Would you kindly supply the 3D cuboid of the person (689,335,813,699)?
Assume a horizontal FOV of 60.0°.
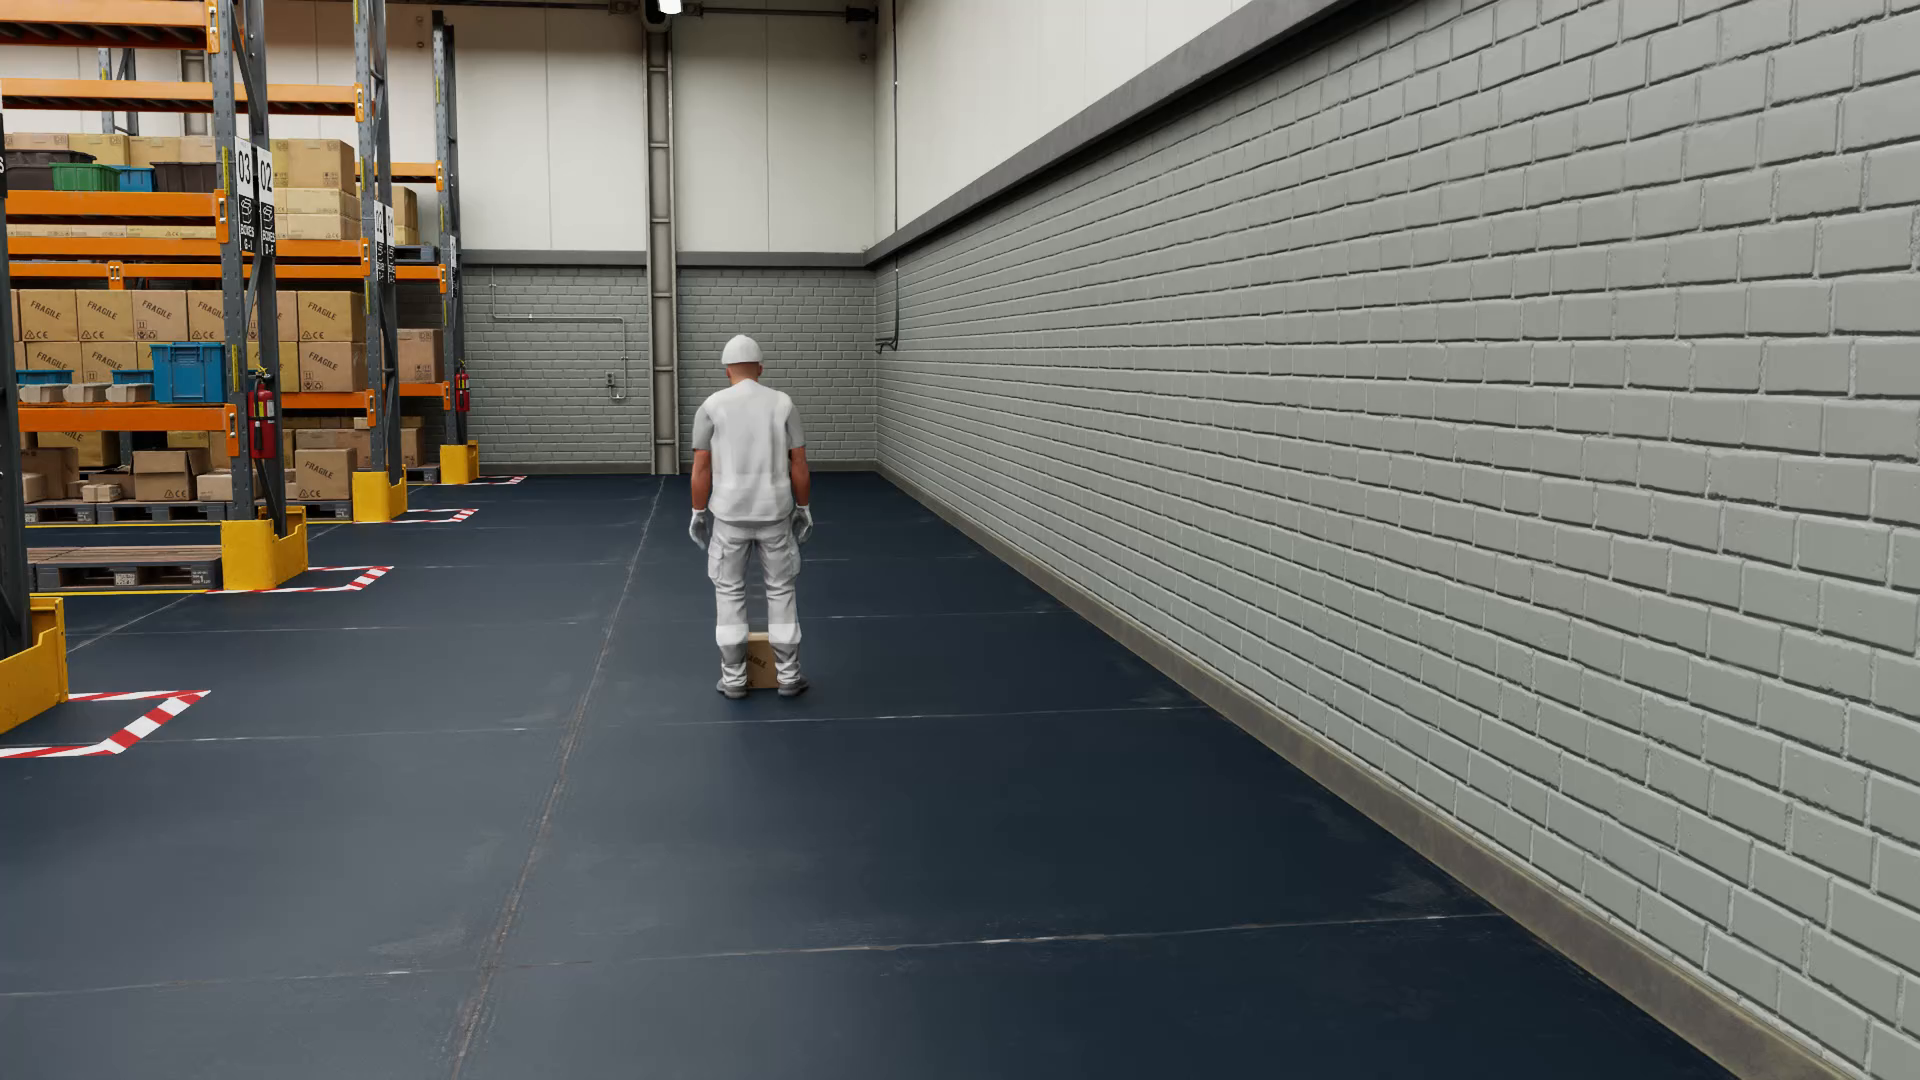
[{"bbox_3d":[-1.029,-0.117,8.194,0.609,1.777,0.453,-1,7,-12],"label":"person"}]
